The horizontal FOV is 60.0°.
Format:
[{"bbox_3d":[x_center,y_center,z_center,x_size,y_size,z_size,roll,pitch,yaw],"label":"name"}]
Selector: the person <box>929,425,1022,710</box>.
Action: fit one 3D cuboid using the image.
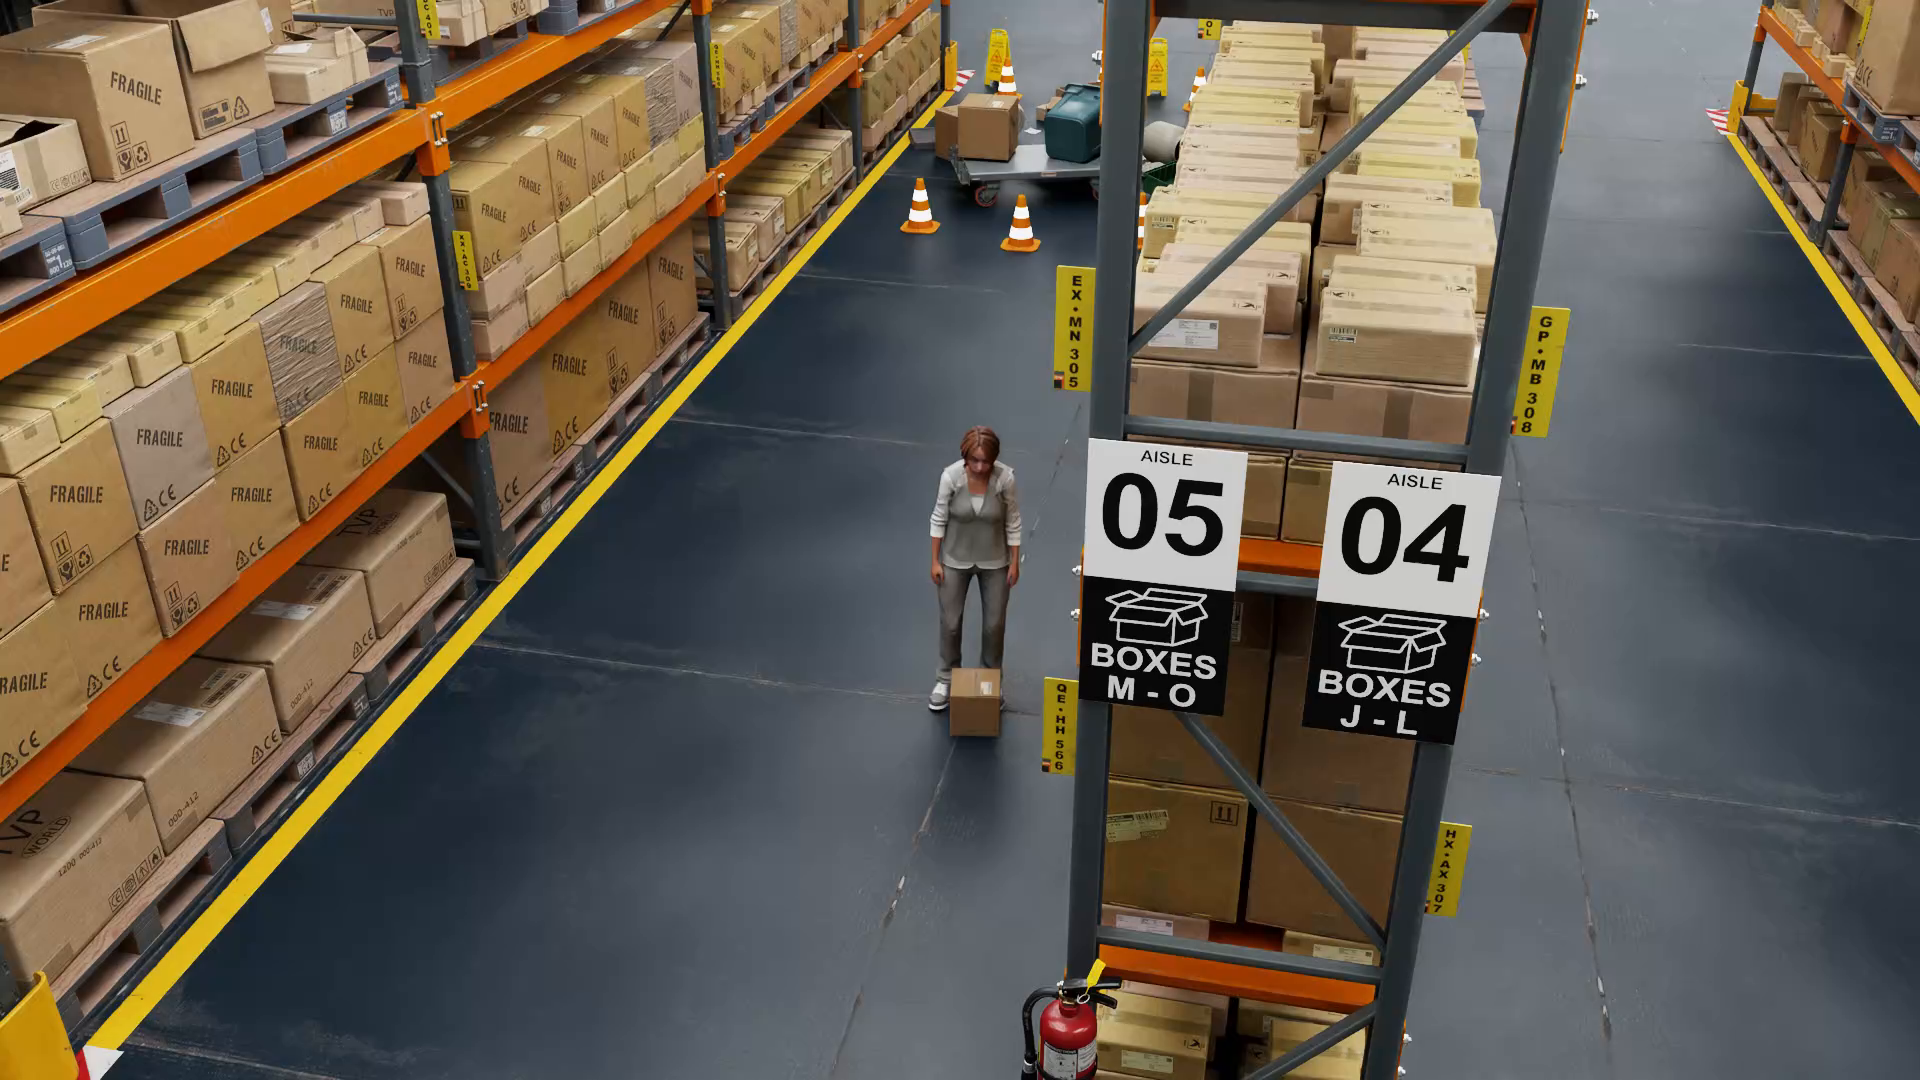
[{"bbox_3d":[0.075,0.129,8.387,0.472,1.592,0.347,0,29,1],"label":"person"}]
